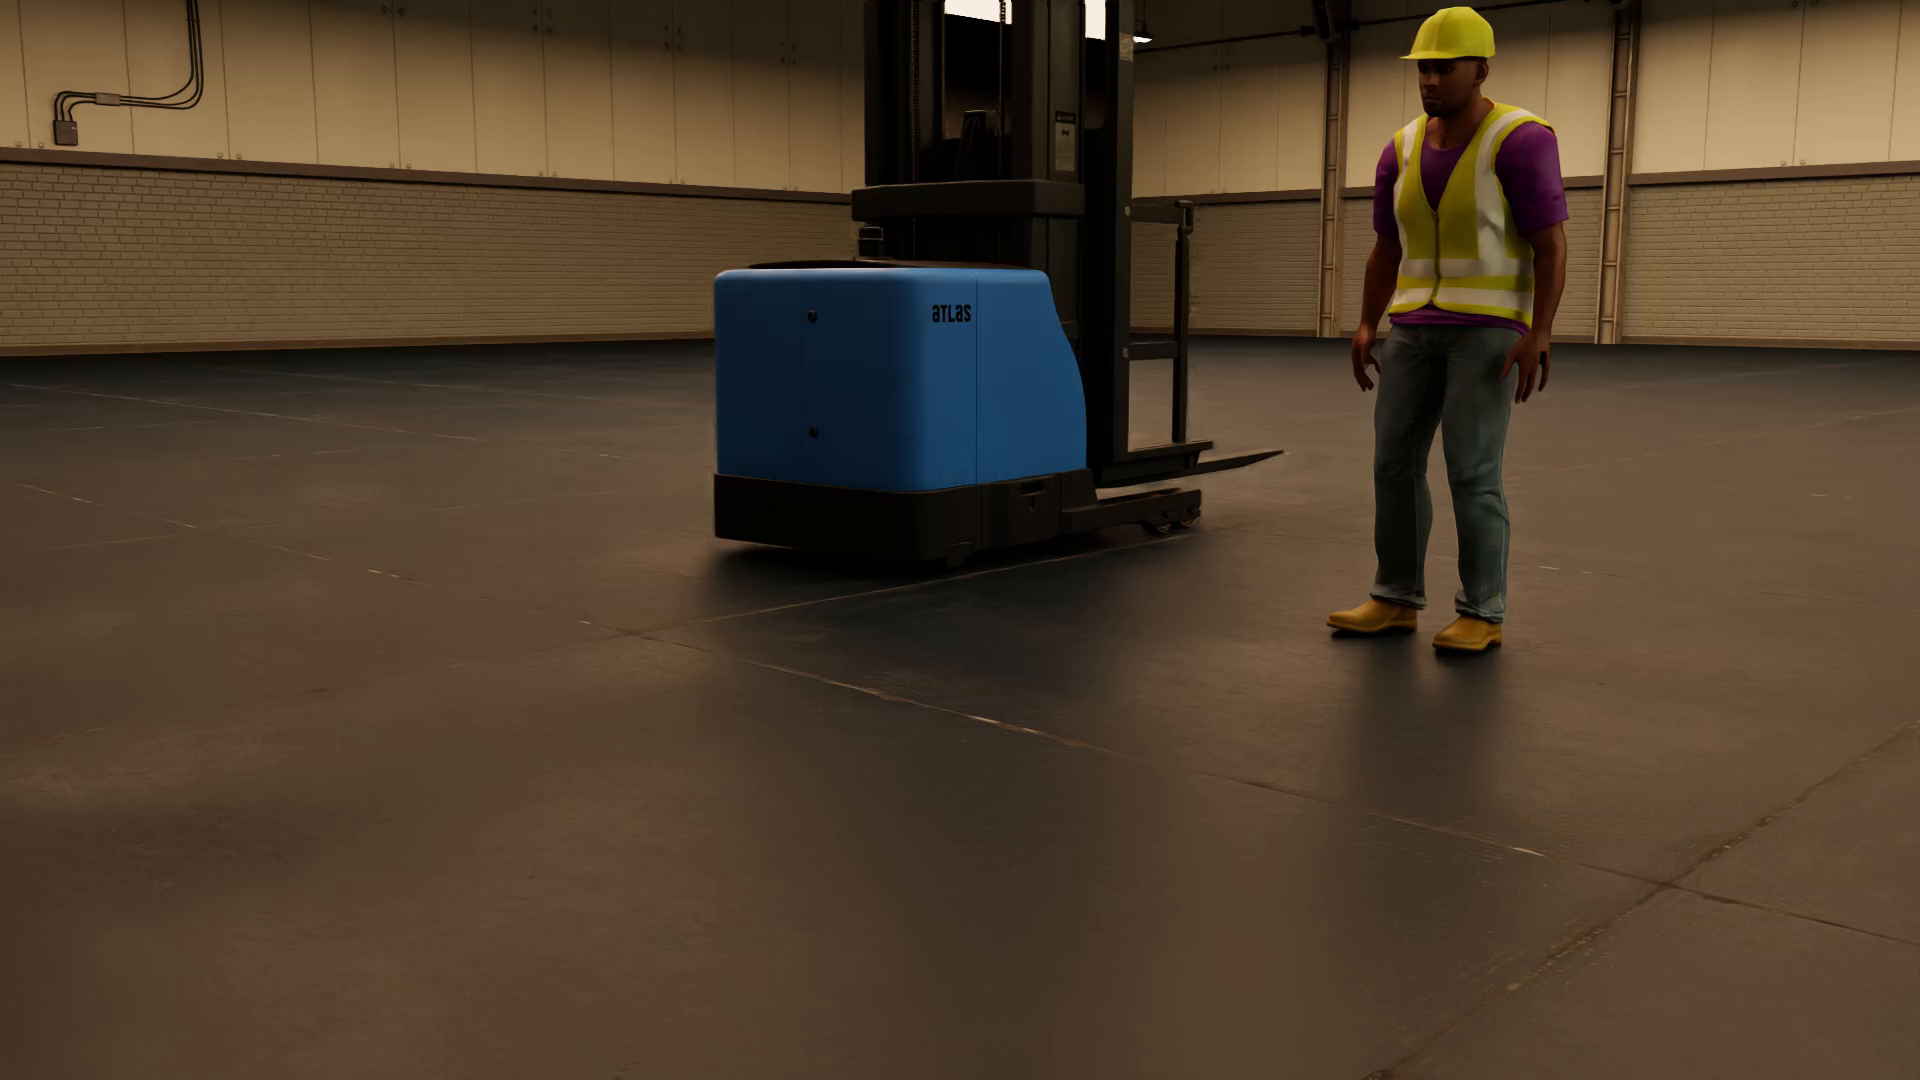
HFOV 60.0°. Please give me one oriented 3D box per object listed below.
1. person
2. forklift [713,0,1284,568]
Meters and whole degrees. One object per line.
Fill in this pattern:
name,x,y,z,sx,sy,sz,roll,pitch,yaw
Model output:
person,1.371,-0.579,4.670,0.462,1.759,0.630,-7,11,-38
forklift,0.376,-1.521,6.977,1.130,2.935,3.031,7,11,38
